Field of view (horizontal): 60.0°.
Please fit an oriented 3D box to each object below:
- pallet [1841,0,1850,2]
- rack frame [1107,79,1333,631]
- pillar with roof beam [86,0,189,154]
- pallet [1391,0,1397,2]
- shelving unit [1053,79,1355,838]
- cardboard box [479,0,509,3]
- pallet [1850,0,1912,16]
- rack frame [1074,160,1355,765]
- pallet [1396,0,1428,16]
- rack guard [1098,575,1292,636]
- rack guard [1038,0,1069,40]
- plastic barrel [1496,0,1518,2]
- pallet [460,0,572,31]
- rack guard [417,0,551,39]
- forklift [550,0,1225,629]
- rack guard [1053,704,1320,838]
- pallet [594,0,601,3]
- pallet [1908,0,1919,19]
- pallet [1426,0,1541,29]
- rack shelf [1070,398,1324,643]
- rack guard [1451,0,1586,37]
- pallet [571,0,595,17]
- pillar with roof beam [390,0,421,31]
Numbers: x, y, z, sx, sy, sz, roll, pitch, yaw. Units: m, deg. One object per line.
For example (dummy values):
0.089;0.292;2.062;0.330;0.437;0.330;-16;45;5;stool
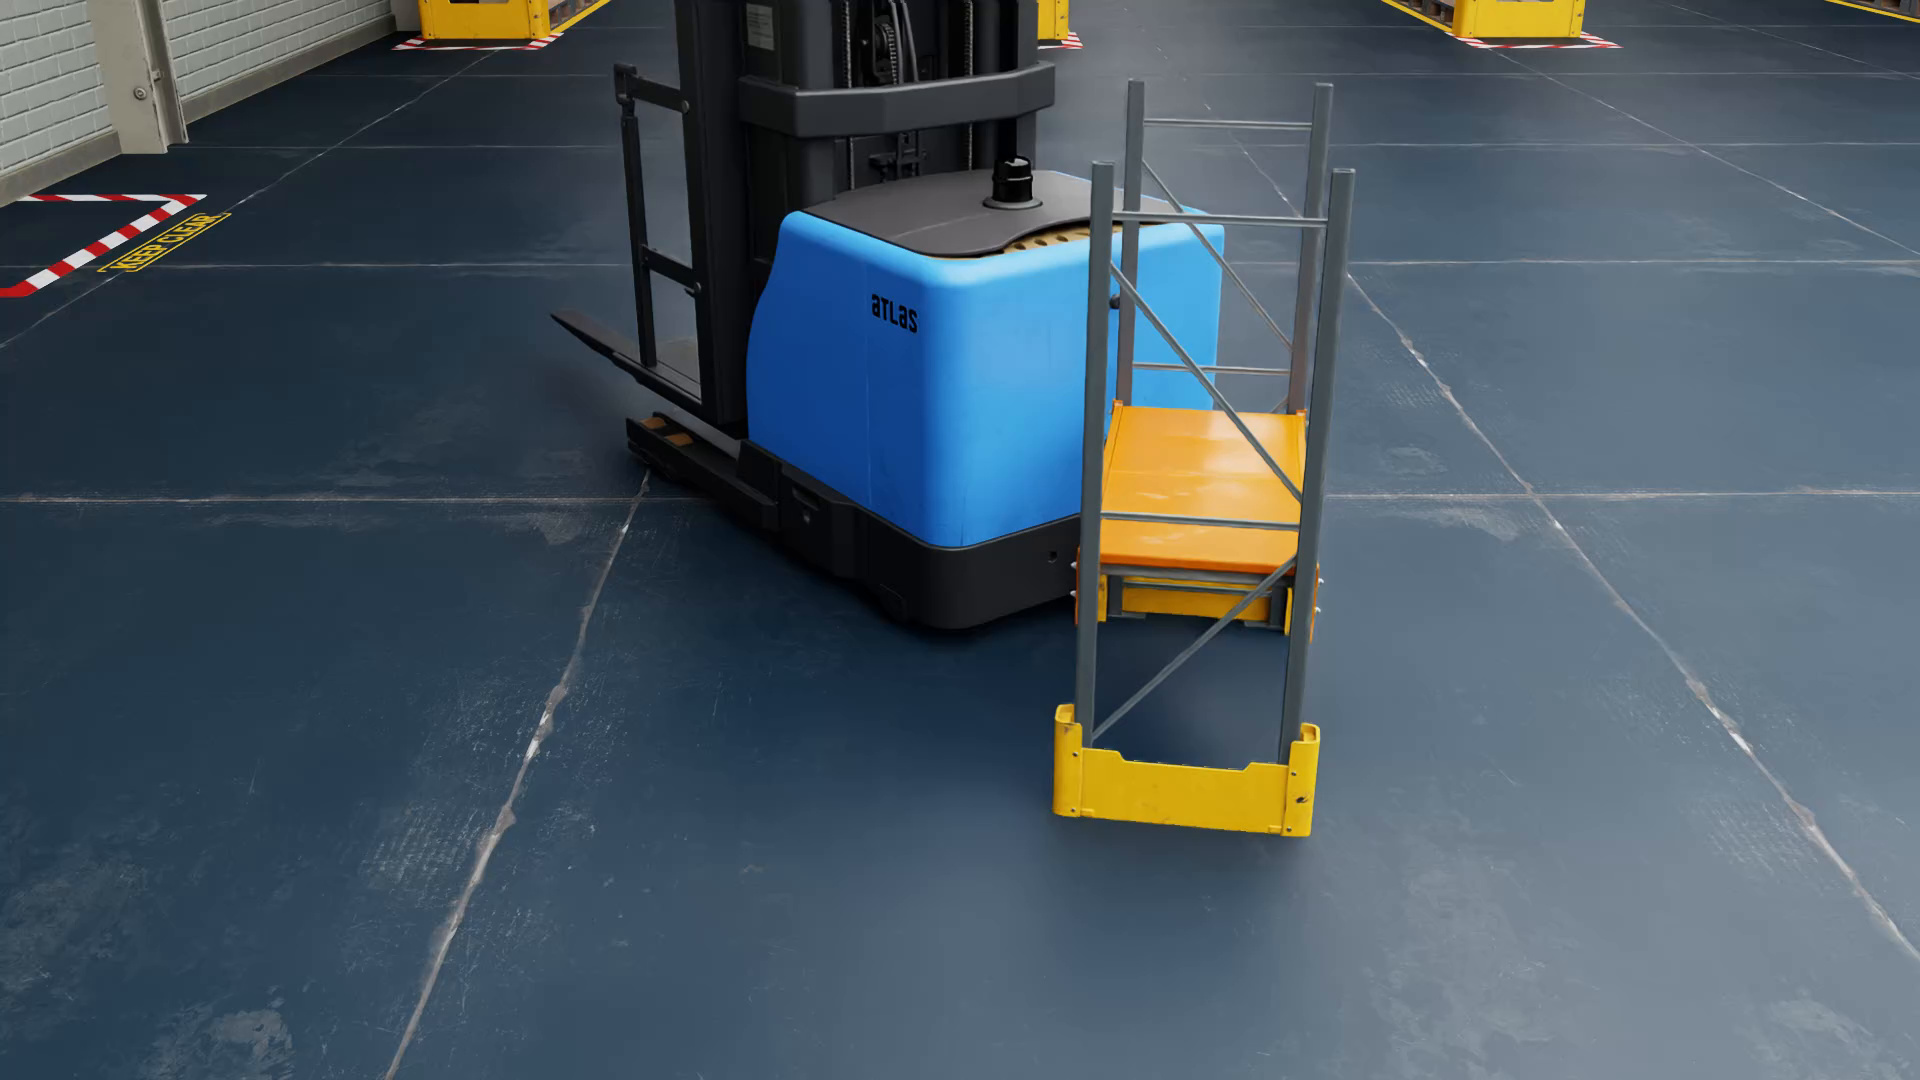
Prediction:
10.339;-6.315;18.956;1.003;0.211;1.213;0;24;-1;pallet
0.669;-0.450;4.426;0.500;1.500;0.032;4;25;8;rack frame
-1.022;-6.712;9.170;9.100;9.000;0.400;0;24;-1;pillar with roof beam
5.309;-6.292;18.906;1.003;0.211;1.213;0;24;-1;pallet
0.588;-0.247;3.977;0.587;1.500;1.083;4;25;8;shelving unit
-4.437;-5.408;16.295;0.500;0.311;0.500;-3;25;-7;cardboard box
10.355;-5.811;17.841;1.003;0.211;1.213;0;24;-1;pallet
0.505;-0.037;3.511;0.500;1.500;0.032;4;25;8;rack frame
5.326;-5.788;17.791;1.003;0.211;1.213;0;24;-1;pallet
0.668;0.120;4.682;0.587;0.250;0.087;4;25;8;rack guard
0.434;-5.022;15.746;1.175;0.500;0.348;0;24;-1;rack guard
5.304;-5.520;16.324;0.421;0.512;0.421;0;24;0;plastic barrel
-4.493;-5.242;16.585;1.003;0.211;1.213;0;24;-1;pallet
-4.520;-5.039;15.785;1.175;0.500;0.348;0;24;-1;rack guard
-0.510;-1.640;5.318;1.130;2.935;3.031;-17;29;-32;forklift
0.508;0.525;3.786;0.587;0.250;0.087;4;25;8;rack guard
-4.520;-6.248;18.808;1.003;0.211;1.213;0;24;-1;pallet
10.366;-5.309;16.733;1.003;0.211;1.213;0;24;-1;pallet
5.336;-5.287;16.683;1.003;0.211;1.213;0;24;-1;pallet
0.587;-0.080;4.043;0.538;0.185;1.000;4;25;8;rack shelf
5.339;-5.083;15.883;1.175;0.500;0.348;0;24;-1;rack guard
-4.504;-5.744;17.694;1.003;0.211;1.213;0;24;-1;pallet
-1.087;-9.184;14.636;9.100;9.000;0.400;0;24;-1;pillar with roof beam
